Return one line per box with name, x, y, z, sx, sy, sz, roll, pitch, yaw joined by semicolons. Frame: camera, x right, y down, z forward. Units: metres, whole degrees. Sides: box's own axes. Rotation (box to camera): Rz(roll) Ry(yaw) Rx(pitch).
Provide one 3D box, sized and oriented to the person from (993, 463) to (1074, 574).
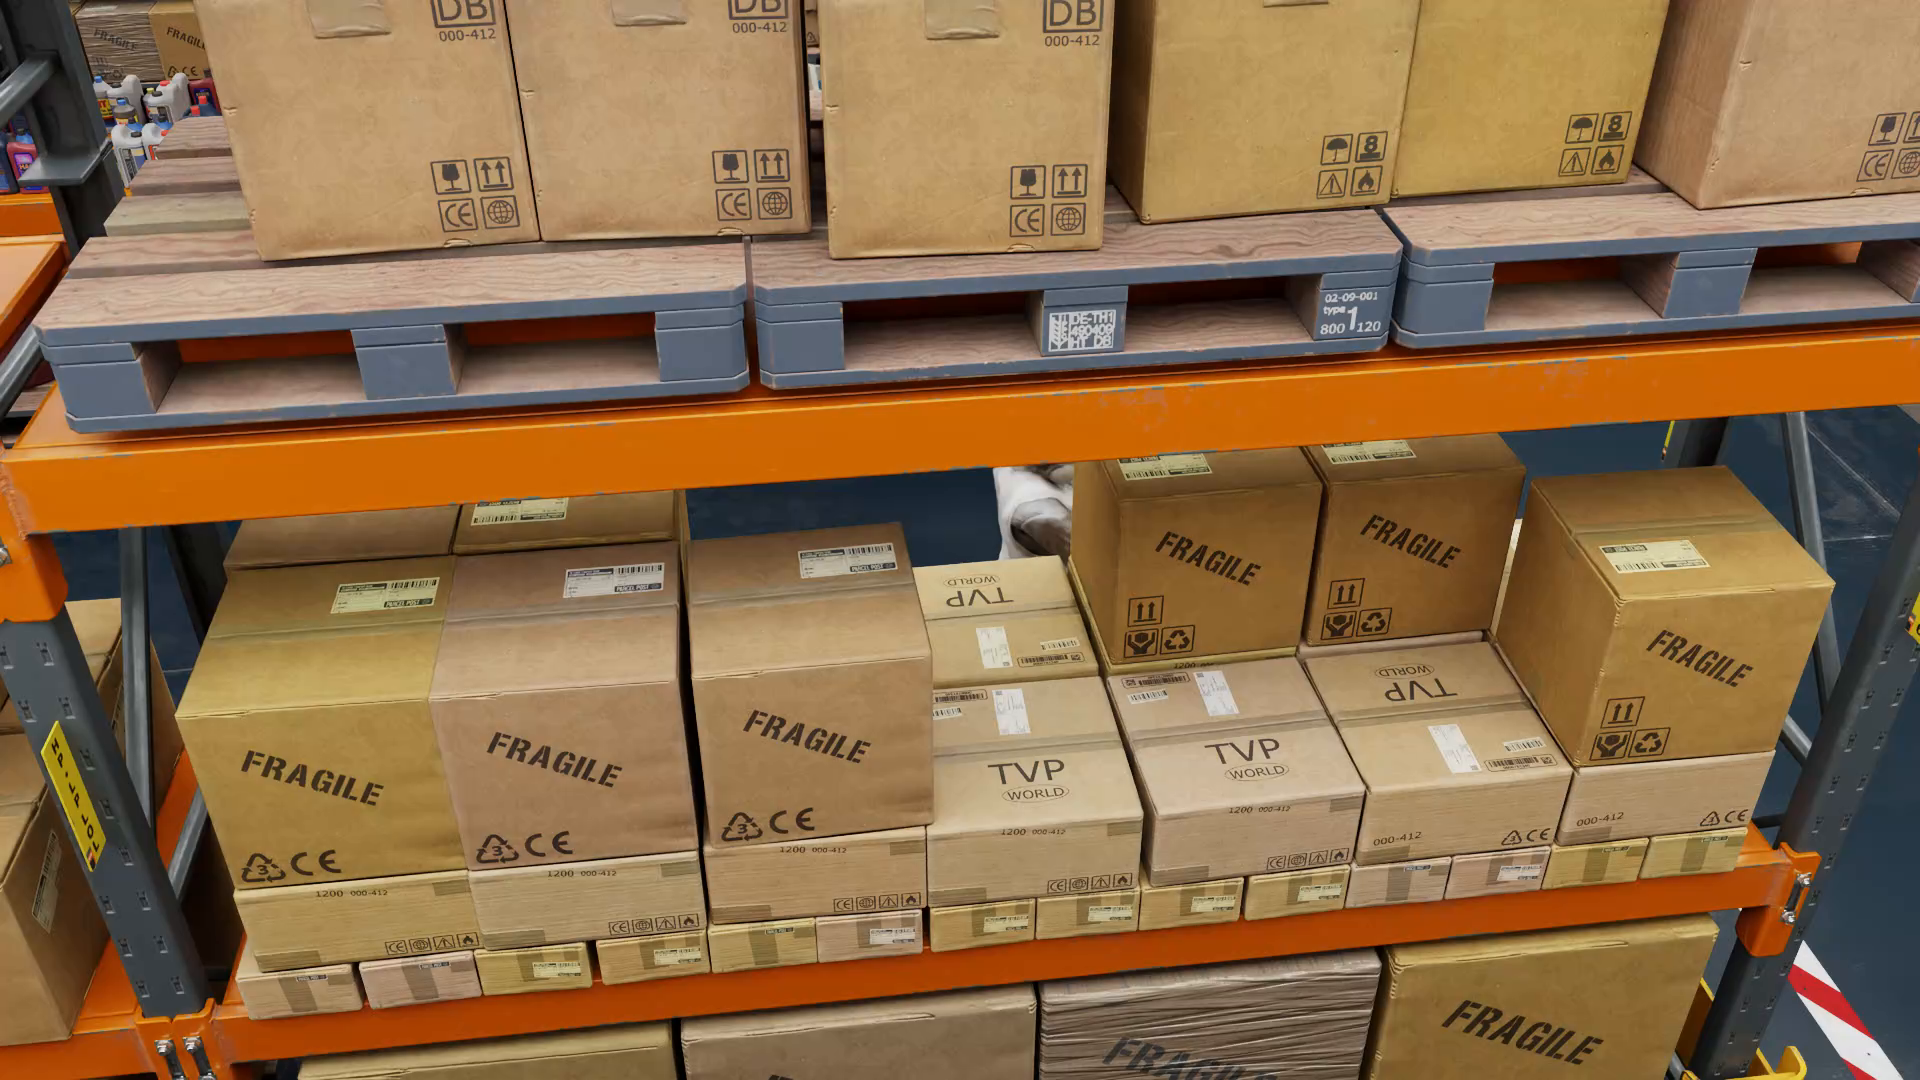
person;0.393;0.218;5.812;0.546;1.765;0.494;-4;35;-5
